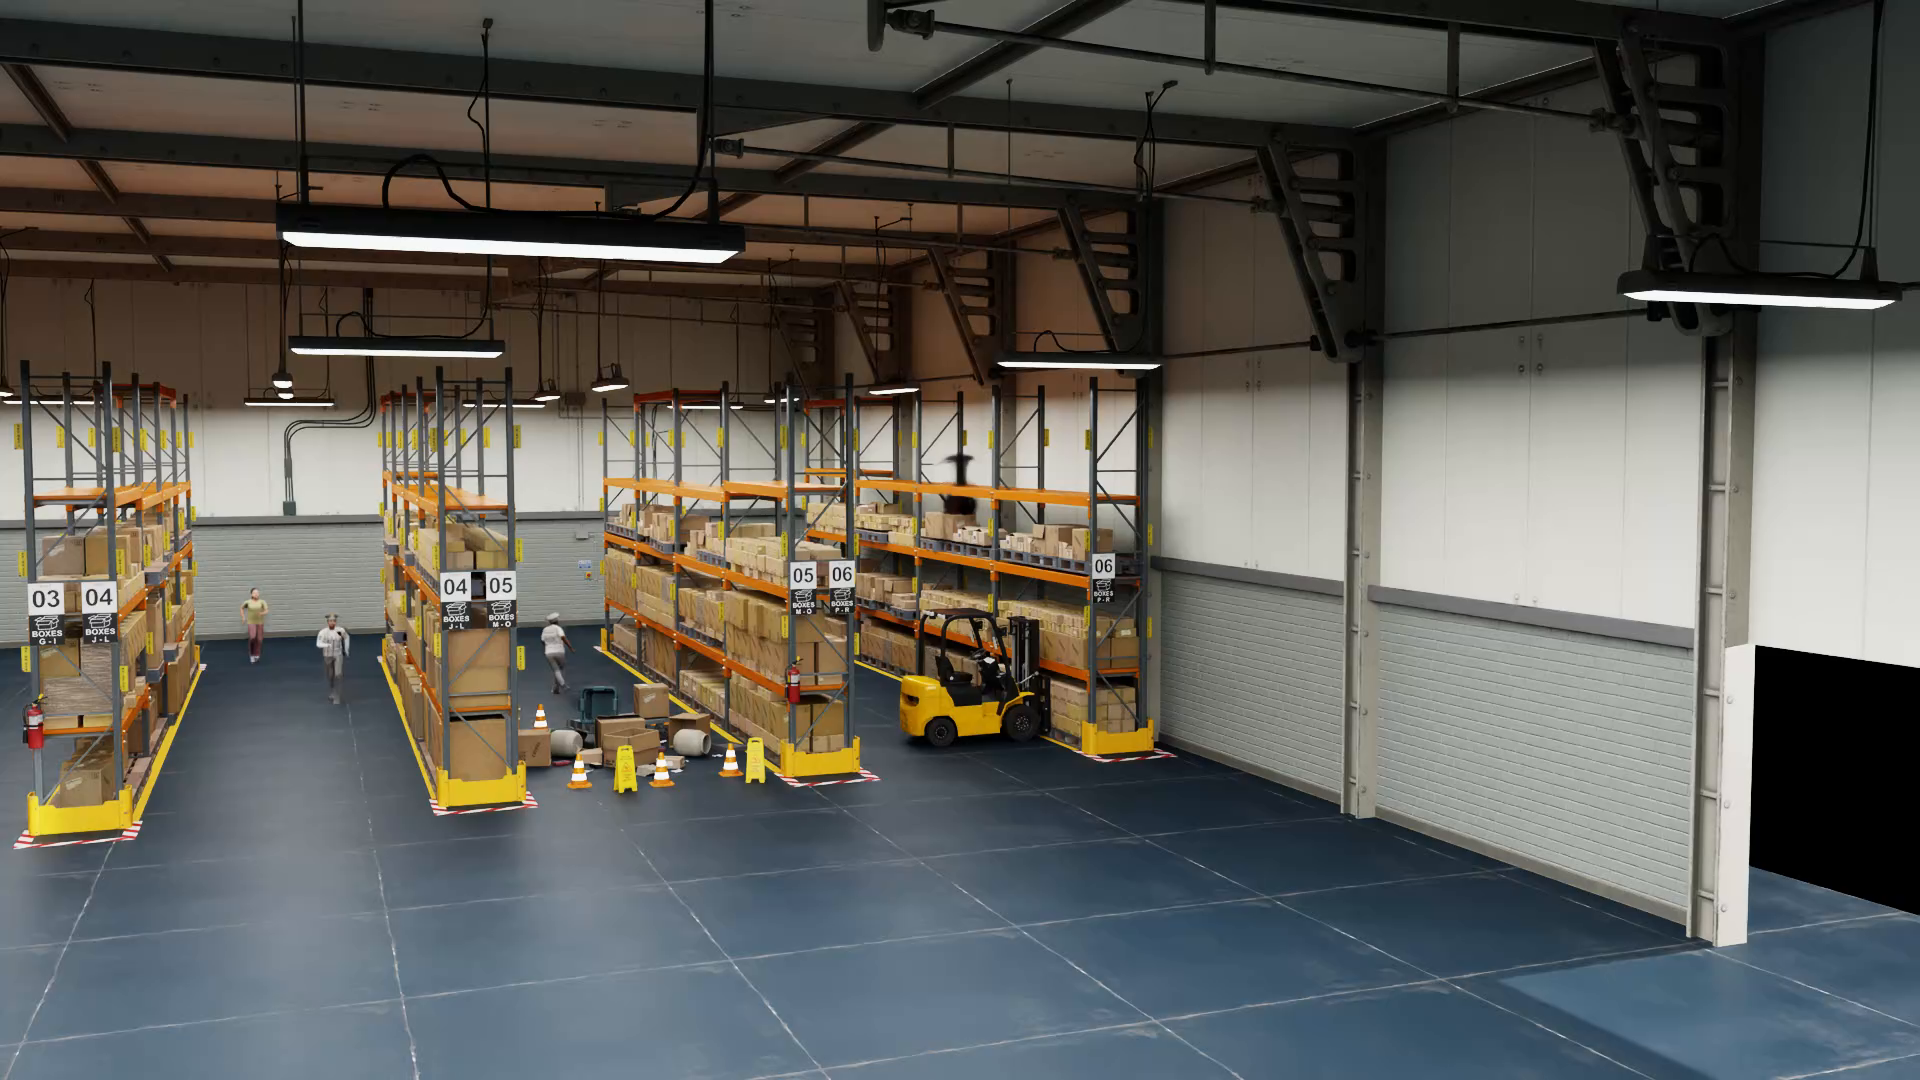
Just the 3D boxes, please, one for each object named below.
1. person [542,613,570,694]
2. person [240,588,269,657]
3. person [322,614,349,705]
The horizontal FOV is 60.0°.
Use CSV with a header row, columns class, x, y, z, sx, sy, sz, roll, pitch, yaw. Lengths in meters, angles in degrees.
class,x,y,z,sx,sy,sz,roll,pitch,yaw
person,-7.934,2.260,32.614,0.629,1.631,0.609,0,3,1
person,-15.835,1.863,37.367,0.564,1.574,0.676,-2,4,-31
person,-11.889,2.222,31.634,0.467,1.678,0.831,-1,4,-15
